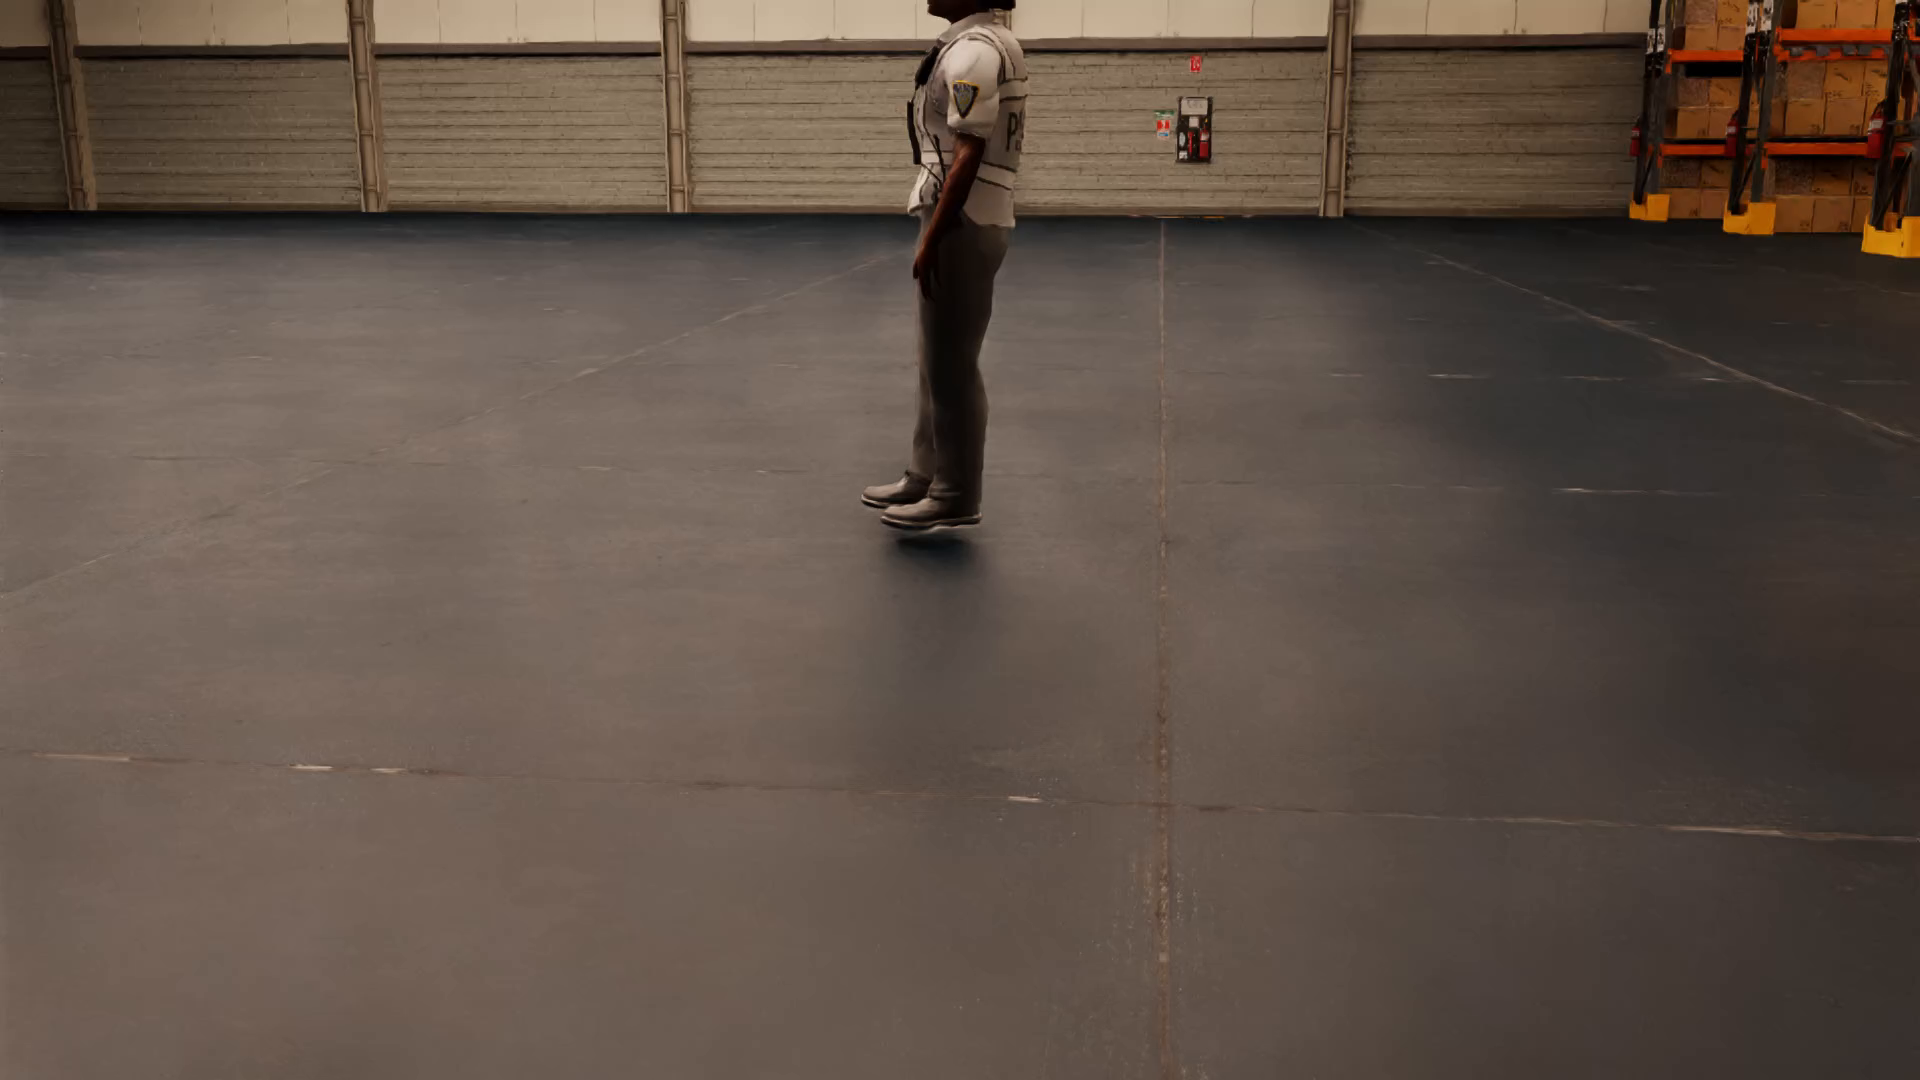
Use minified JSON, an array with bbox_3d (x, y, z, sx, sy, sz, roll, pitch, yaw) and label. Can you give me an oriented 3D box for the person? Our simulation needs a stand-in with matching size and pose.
[{"bbox_3d":[-0.072,-0.878,4.770,0.529,1.695,0.570,2,13,7],"label":"person"}]
